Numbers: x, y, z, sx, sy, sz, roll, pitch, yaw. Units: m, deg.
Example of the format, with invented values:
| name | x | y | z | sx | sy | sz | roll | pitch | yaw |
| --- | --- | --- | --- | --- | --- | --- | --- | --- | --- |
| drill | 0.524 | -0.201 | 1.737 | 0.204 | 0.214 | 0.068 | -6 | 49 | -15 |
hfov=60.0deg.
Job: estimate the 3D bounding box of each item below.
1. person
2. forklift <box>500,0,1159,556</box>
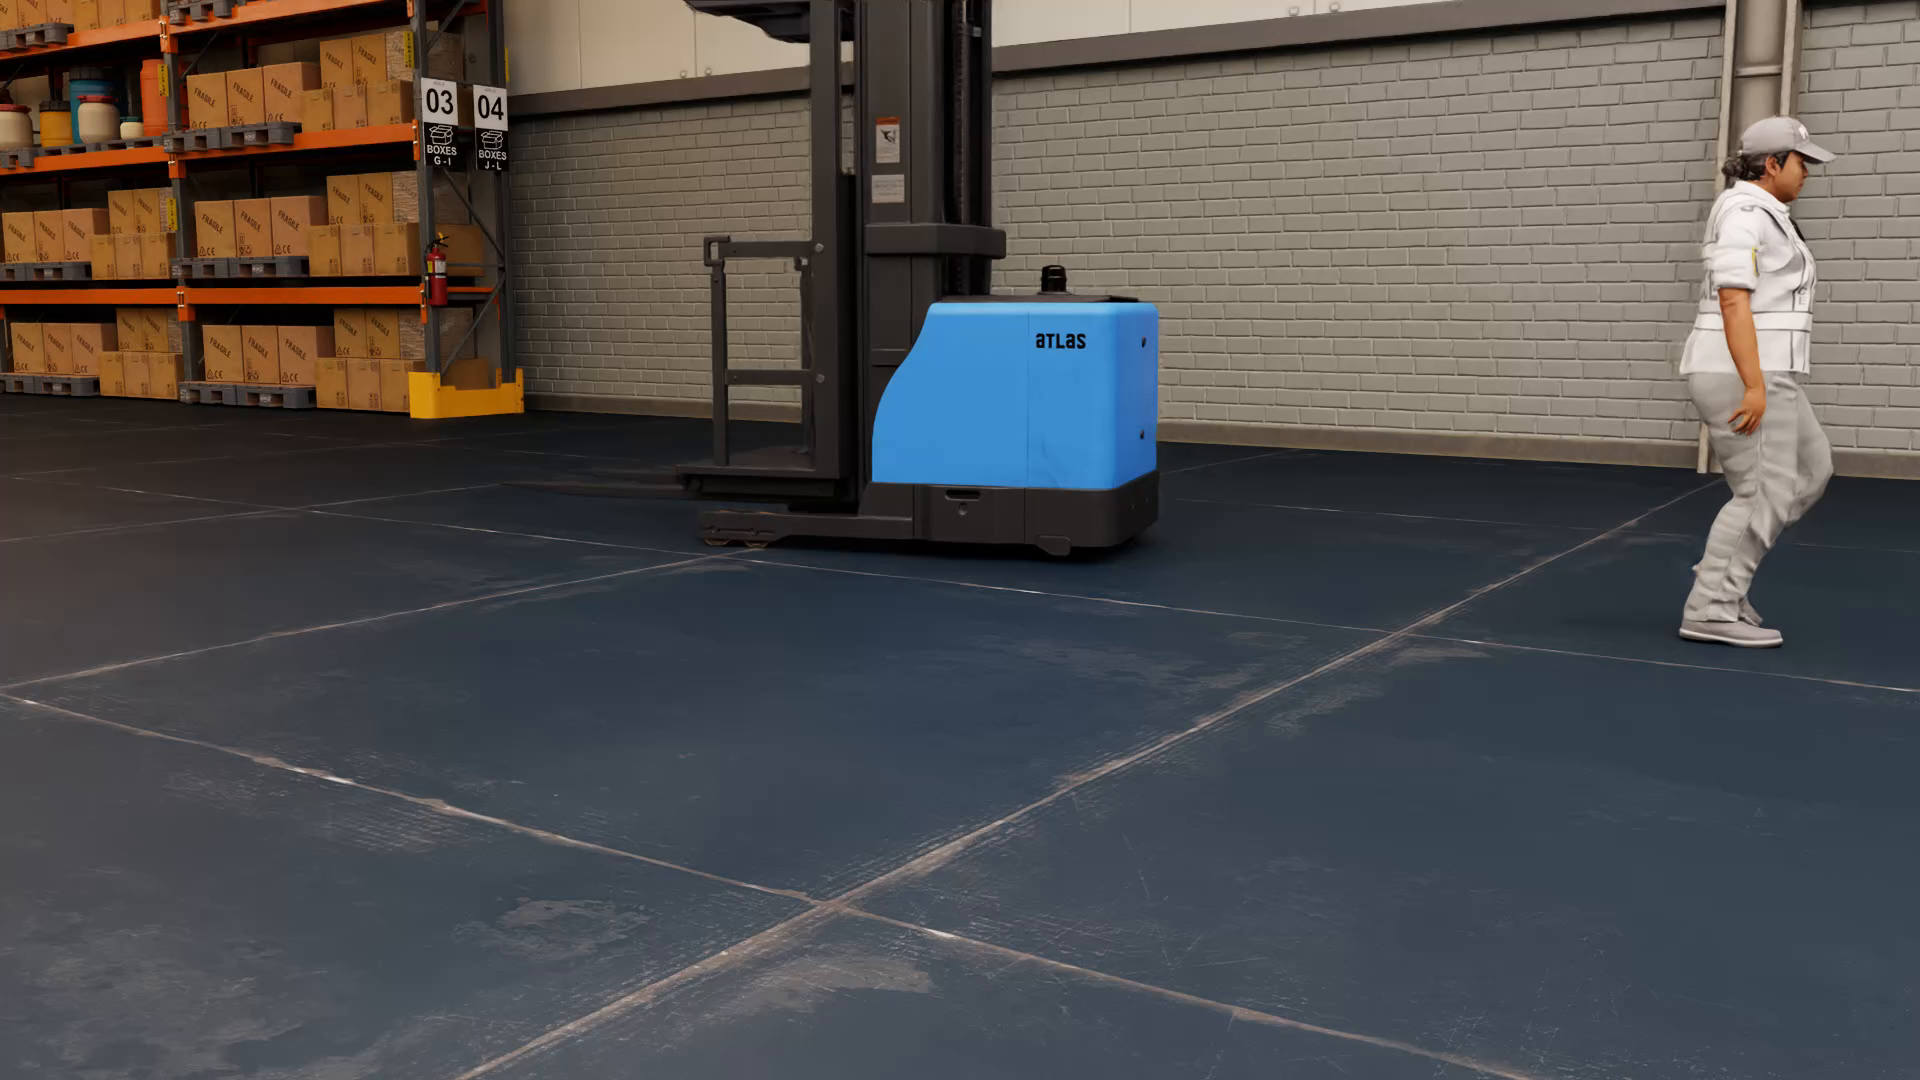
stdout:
| name | x | y | z | sx | sy | sz | roll | pitch | yaw |
| --- | --- | --- | --- | --- | --- | --- | --- | --- | --- |
| person | 2.541 | -0.492 | 5.257 | 0.489 | 1.652 | 0.596 | 3 | 9 | 18 |
| forklift | -0.652 | -1.480 | 7.599 | 3.031 | 2.935 | 1.130 | 3 | 8 | 18 |
